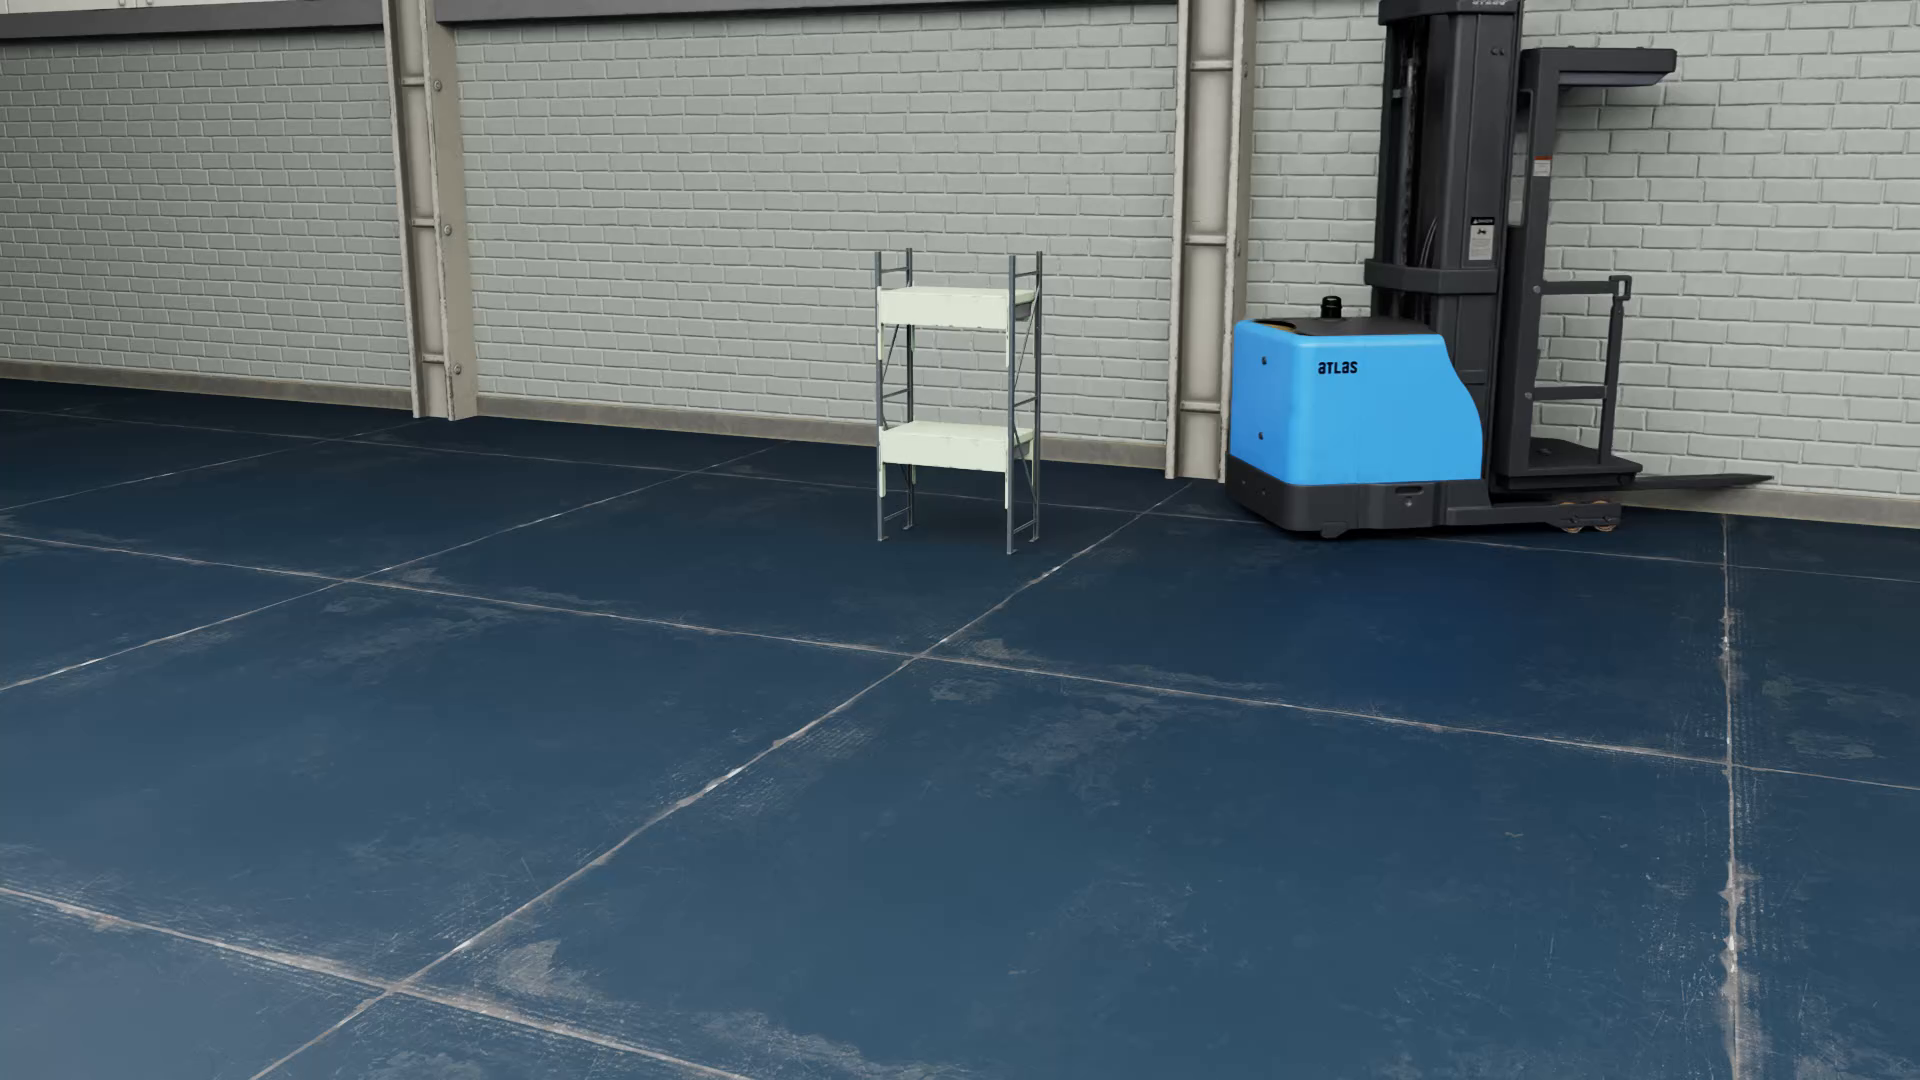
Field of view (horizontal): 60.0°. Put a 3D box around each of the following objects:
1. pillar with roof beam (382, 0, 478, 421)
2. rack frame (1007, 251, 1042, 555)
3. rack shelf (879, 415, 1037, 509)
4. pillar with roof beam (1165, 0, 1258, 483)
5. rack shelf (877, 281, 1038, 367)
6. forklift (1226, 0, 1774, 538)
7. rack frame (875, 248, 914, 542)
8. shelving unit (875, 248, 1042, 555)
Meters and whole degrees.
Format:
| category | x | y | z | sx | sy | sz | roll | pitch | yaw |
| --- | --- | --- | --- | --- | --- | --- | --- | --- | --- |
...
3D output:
| category | x | y | z | sx | sy | sz | roll | pitch | yaw |
| --- | --- | --- | --- | --- | --- | --- | --- | --- | --- |
| pillar with roof beam | -5.705 | -4.438 | 7.971 | 0.400 | 9.000 | 9.100 | 6 | 14 | 23 |
| rack frame | 0.329 | -0.697 | 8.442 | 0.023 | 1.500 | 0.400 | 6 | 14 | 23 |
| rack shelf | -0.006 | -0.413 | 8.661 | 0.720 | 0.370 | 0.431 | 6 | 14 | 23 |
| pillar with roof beam | -0.219 | -3.883 | 5.605 | 0.400 | 9.000 | 9.100 | 6 | 14 | 23 |
| rack shelf | -0.006 | -1.111 | 8.497 | 0.720 | 0.370 | 0.431 | 6 | 14 | 23 |
| forklift | 3.092 | -1.580 | 9.071 | 3.031 | 2.935 | 1.130 | -2 | 13 | -11 |
| rack frame | -0.341 | -0.765 | 8.730 | 0.023 | 1.500 | 0.400 | 6 | 14 | 23 |
| shelving unit | -0.006 | -0.731 | 8.586 | 0.755 | 1.500 | 0.431 | 6 | 14 | 23 |
